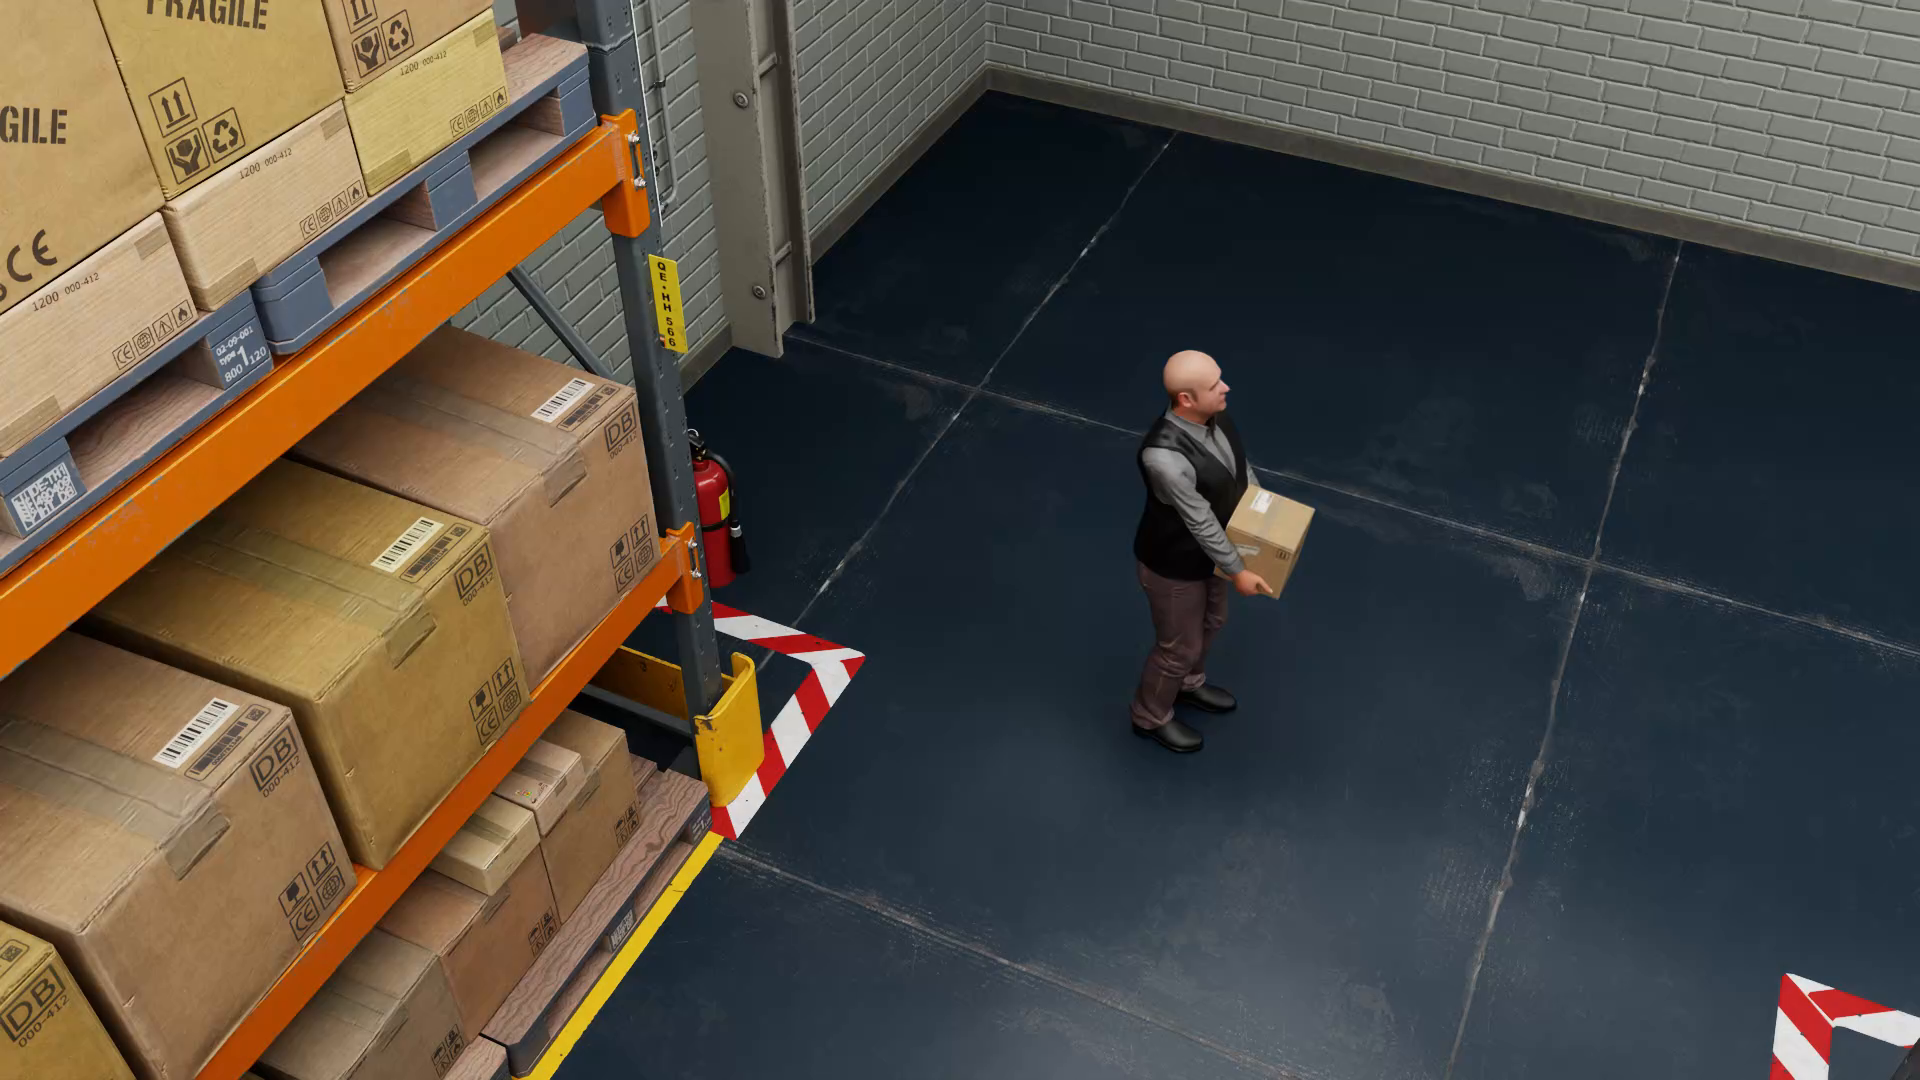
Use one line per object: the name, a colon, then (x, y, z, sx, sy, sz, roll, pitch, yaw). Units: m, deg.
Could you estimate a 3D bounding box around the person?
person: (0.922, 0.063, 6.115, 0.551, 1.711, 0.494, 18, 45, 19)
